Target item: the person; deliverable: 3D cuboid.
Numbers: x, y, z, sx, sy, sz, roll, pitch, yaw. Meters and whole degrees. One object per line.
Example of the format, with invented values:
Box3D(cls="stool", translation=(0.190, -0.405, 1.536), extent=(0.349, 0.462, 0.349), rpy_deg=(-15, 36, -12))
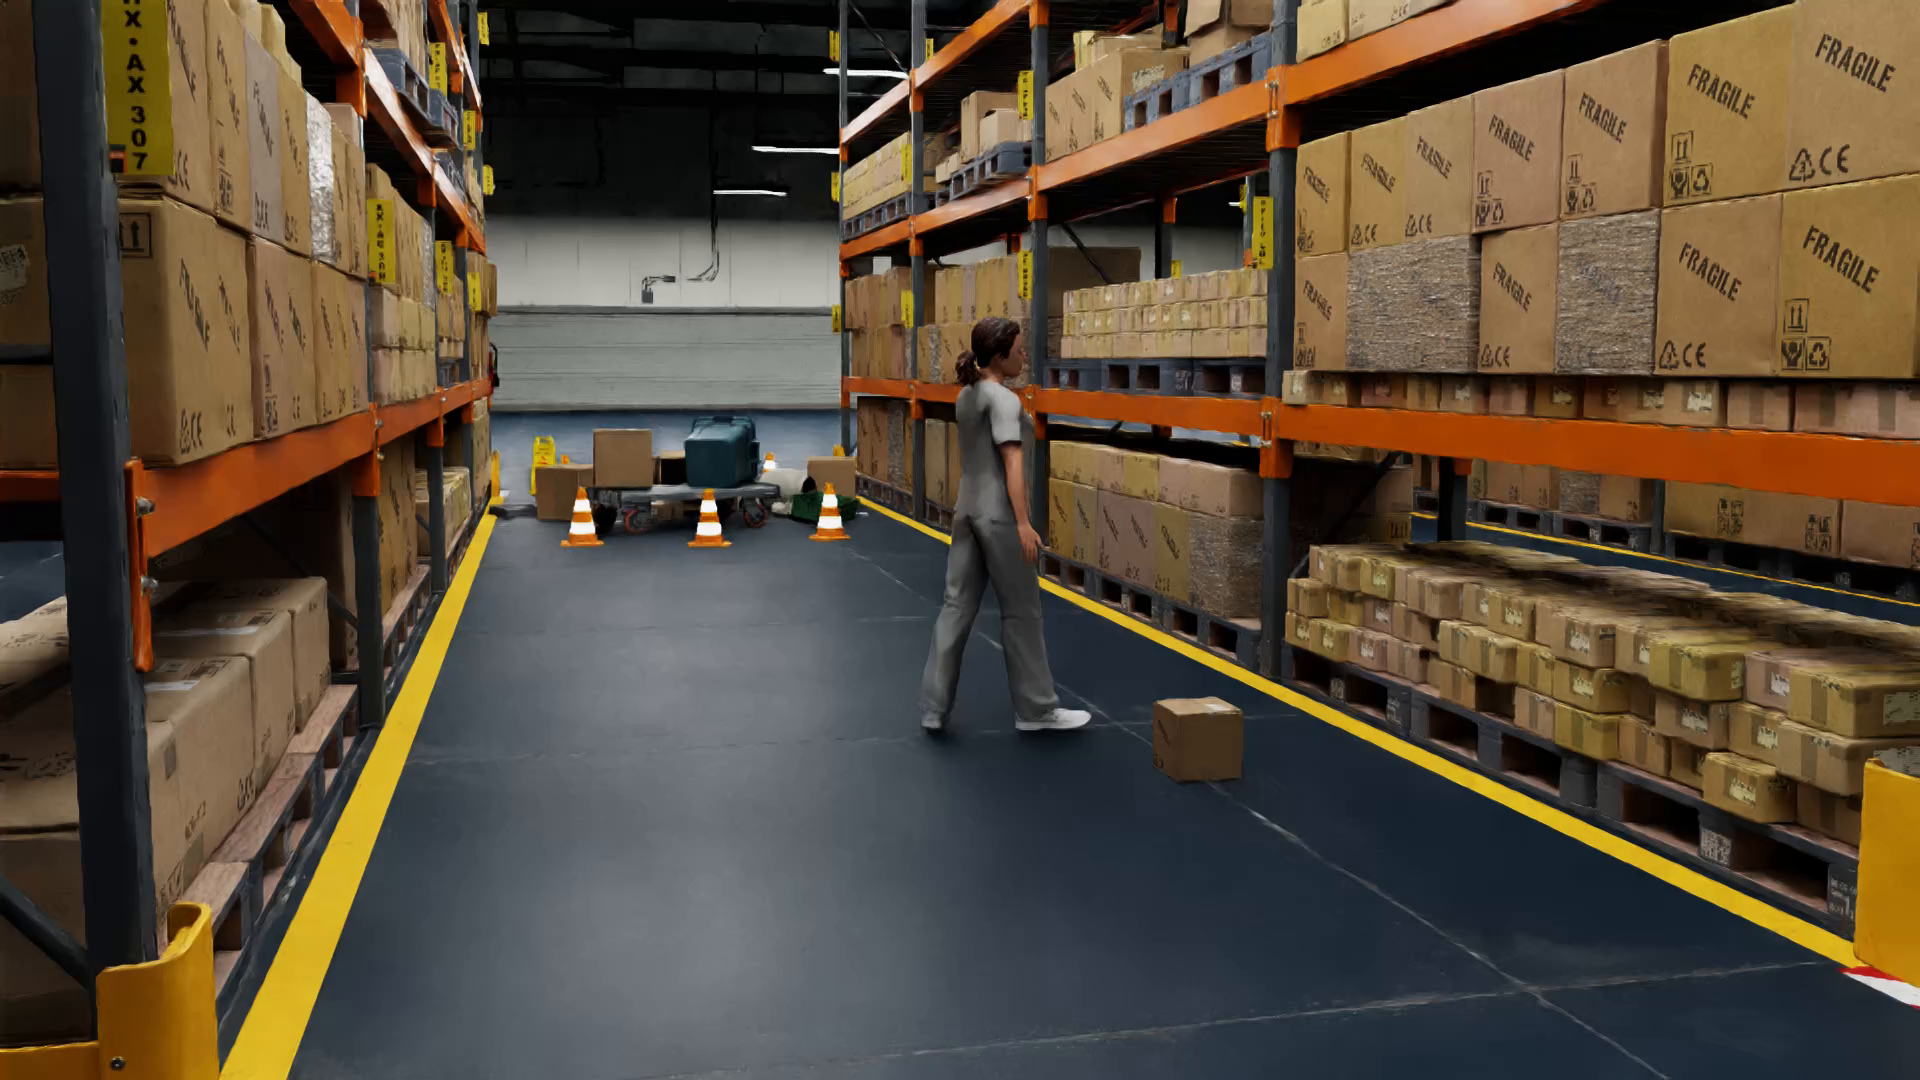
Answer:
Box3D(cls="person", translation=(0.176, -0.056, 6.622), extent=(0.659, 1.660, 0.646), rpy_deg=(-3, 7, -29))
